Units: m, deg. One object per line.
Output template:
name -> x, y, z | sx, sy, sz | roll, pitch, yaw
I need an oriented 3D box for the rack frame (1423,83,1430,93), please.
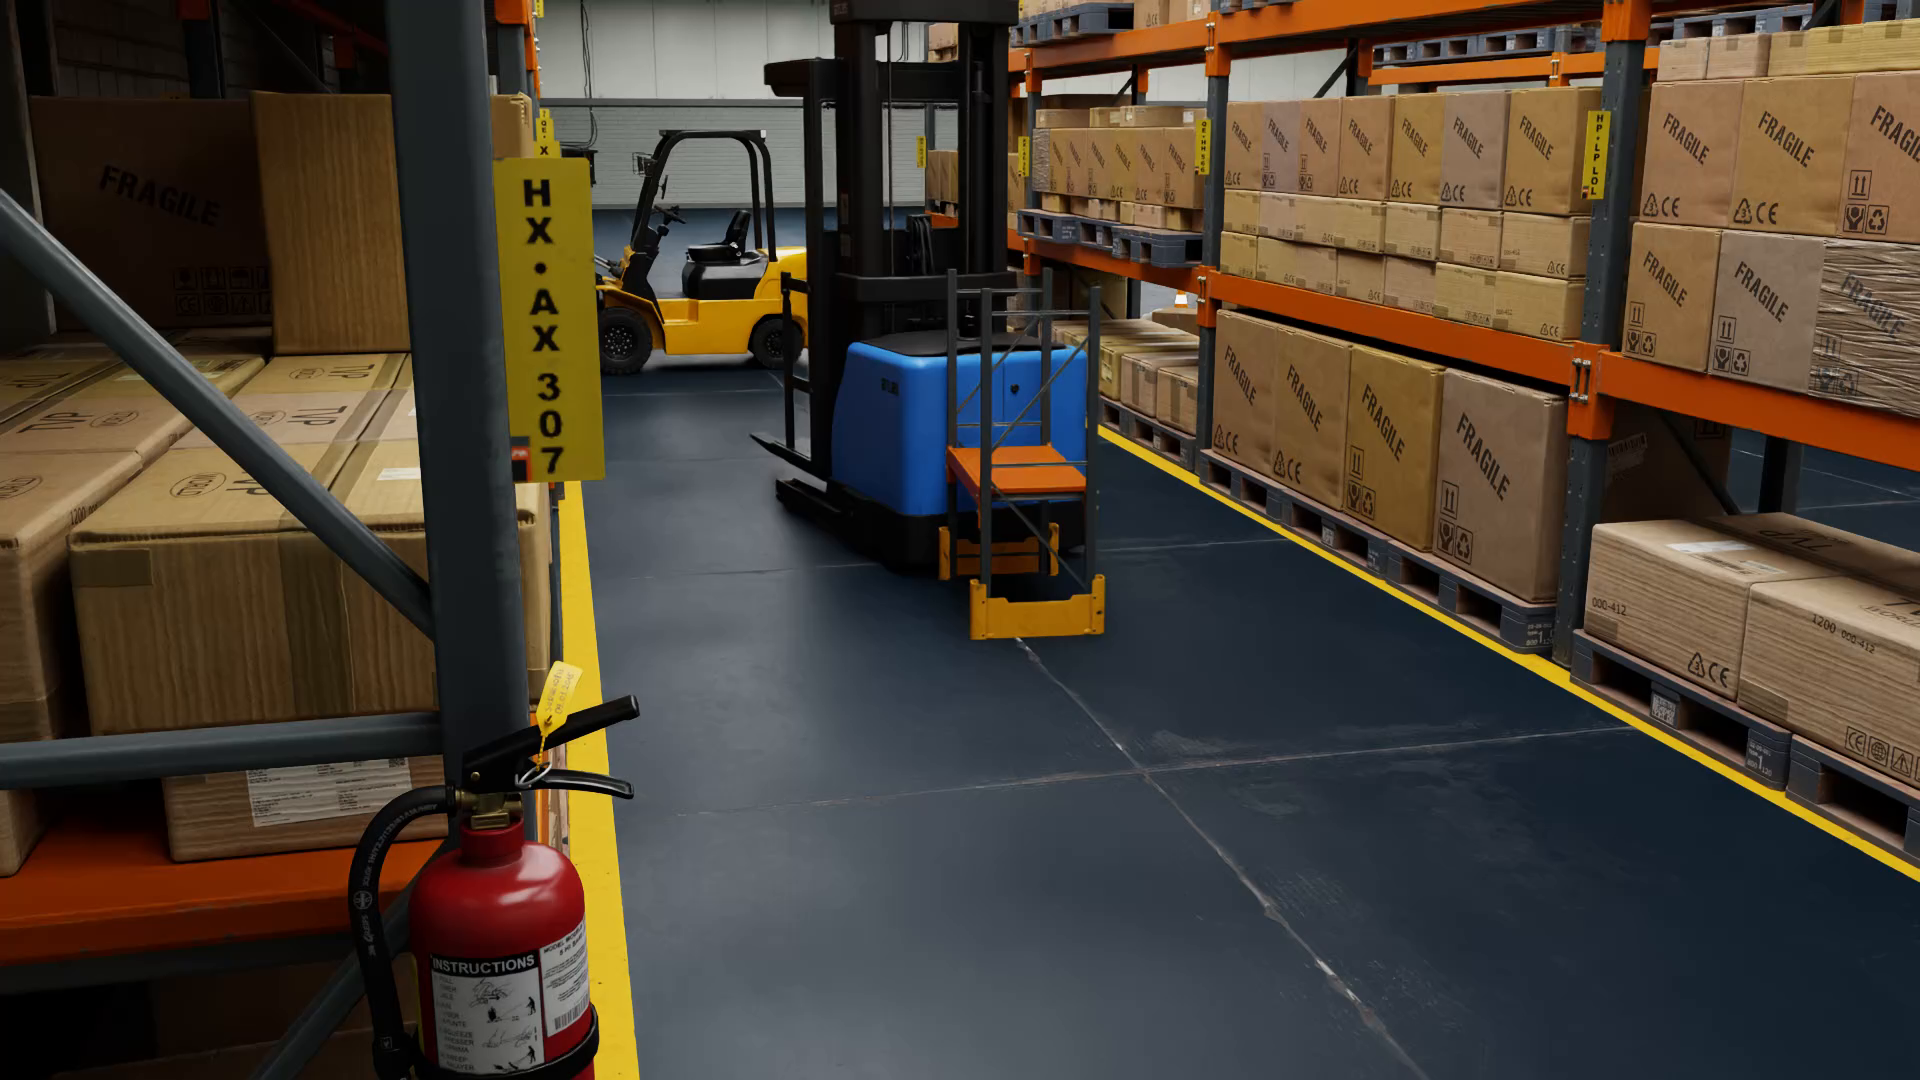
rack frame -> 4.910, -4.035, 19.124 | 1.000, 3.000, 0.127 | -3, 14, -13

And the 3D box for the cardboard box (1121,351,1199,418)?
cardboard box -> 1.697, -1.119, 11.838 | 0.950, 0.372, 0.625 | -4, 14, -14

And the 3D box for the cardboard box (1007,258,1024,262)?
cardboard box -> 0.420, -2.402, 15.769 | 0.500, 0.500, 0.500 | -3, 14, -10

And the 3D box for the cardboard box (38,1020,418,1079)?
cardboard box -> -0.995, 1.095, 2.501 | 0.797, 0.503, 0.637 | -4, 14, -15

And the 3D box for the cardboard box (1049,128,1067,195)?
cardboard box -> 1.011, -2.971, 13.044 | 0.500, 0.500, 0.500 | -3, 14, -13

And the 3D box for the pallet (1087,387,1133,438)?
pallet -> 1.536, -0.997, 12.564 | 1.003, 0.211, 1.213 | -3, 14, -13

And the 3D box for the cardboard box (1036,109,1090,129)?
cardboard box -> 0.829, -3.397, 13.423 | 0.380, 0.149, 0.250 | -3, 14, -13

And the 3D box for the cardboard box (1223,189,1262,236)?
cardboard box -> 1.880, -1.930, 9.769 | 0.500, 0.250, 0.500 | -3, 14, -14

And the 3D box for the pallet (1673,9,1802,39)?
pallet -> 6.321, -3.959, 12.888 | 1.003, 0.211, 1.213 | -3, 14, -11

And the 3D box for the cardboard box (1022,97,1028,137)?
cardboard box -> 0.979, -3.842, 15.389 | 0.700, 0.500, 0.500 | -4, 14, -14

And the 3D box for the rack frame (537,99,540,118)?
rack frame -> -4.702, -3.459, 16.763 | 1.000, 3.000, 0.127 | -3, 14, -13

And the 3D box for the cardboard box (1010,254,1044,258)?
cardboard box -> 0.802, -2.561, 16.420 | 0.500, 0.500, 0.500 | -4, 14, -15

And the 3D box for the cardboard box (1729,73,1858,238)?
cardboard box -> 2.930, -1.262, 5.454 | 0.500, 0.500, 0.500 | -3, 14, -14

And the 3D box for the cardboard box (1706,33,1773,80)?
cardboard box -> 2.838, -1.672, 5.765 | 0.380, 0.149, 0.250 | -3, 14, -12

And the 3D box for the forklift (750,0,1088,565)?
forklift -> -0.421, -1.607, 9.329 | 1.130, 2.935, 3.031 | -6, 15, -24

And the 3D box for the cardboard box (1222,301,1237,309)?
cardboard box -> 2.996, -2.259, 17.115 | 0.637, 0.503, 0.797 | 10, 17, 35

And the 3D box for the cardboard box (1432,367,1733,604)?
cardboard box -> 2.717, -0.278, 7.338 | 0.875, 0.875, 0.875 | -3, 14, -11

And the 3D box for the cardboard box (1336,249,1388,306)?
cardboard box -> 2.246, -1.338, 8.401 | 0.500, 0.250, 0.500 | -3, 14, -13

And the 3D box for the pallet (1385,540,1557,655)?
pallet -> 2.686, 0.213, 7.610 | 1.003, 0.211, 1.213 | -3, 14, -13

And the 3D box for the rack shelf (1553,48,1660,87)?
rack shelf -> 6.319, -3.759, 13.188 | 1.077, 0.370, 4.000 | -3, 14, -13

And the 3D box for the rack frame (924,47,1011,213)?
rack frame -> 0.122, -3.736, 17.899 | 1.000, 3.000, 0.127 | -3, 14, -13

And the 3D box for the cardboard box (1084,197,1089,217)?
cardboard box -> 1.152, -2.512, 12.534 | 0.380, 0.149, 0.250 | -3, 14, -13

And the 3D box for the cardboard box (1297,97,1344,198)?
cardboard box -> 2.112, -2.063, 8.735 | 0.500, 0.500, 0.500 | -3, 14, -12

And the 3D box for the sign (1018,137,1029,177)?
sign -> 0.536, -3.202, 13.888 | 0.100, 0.325, 0.005 | -3, 14, -13

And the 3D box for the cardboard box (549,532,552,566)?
cardboard box -> -1.009, -0.037, 3.286 | 0.380, 0.149, 0.250 | -4, 14, -15

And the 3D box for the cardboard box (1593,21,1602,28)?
cardboard box -> 6.095, -4.803, 15.380 | 0.380, 0.149, 0.250 | -4, 14, -14

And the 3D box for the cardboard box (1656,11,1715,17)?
cardboard box -> 5.926, -4.362, 13.576 | 0.380, 0.149, 0.250 | -3, 14, -13

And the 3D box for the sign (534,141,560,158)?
sign -> -1.358, -1.143, 5.460 | 0.100, 0.325, 0.005 | -3, 14, -13

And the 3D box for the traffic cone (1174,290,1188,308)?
traffic cone -> 2.476, -2.617, 18.663 | 0.336, 0.463, 0.334 | -3, 14, -13

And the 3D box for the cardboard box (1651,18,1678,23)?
cardboard box -> 6.171, -4.595, 14.317 | 0.500, 0.250, 0.500 | -3, 14, -13

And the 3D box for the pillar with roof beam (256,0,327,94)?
pillar with roof beam -> 0.180, -5.018, 10.505 | 9.100, 9.000, 0.400 | -3, 14, -13

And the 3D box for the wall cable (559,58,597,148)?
wall cable -> -11.866, -12.328, 46.968 | 3.097, 2.526, 0.112 | -3, 14, -13

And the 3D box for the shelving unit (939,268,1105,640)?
shelving unit -> 0.264, -0.433, 7.538 | 0.587, 1.500, 1.083 | -2, 14, -8

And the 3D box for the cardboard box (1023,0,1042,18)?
cardboard box -> 0.809, -4.244, 13.091 | 0.500, 0.250, 0.500 | -4, 14, -15

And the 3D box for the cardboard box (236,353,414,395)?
cardboard box -> -1.029, -0.192, 3.081 | 0.500, 0.250, 0.500 | -4, 14, -14

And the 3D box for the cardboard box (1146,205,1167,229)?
cardboard box -> 1.460, -2.148, 11.045 | 0.380, 0.149, 0.250 | -3, 14, -14

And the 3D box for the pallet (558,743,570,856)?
pallet -> -1.723, 0.823, 5.114 | 1.003, 0.211, 1.213 | -3, 14, -13

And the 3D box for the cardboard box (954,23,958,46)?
cardboard box -> 0.236, -4.899, 16.030 | 0.500, 0.250, 0.500 | -3, 14, -12

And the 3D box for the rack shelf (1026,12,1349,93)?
rack shelf -> 1.532, -3.460, 11.963 | 1.077, 0.370, 4.000 | -3, 14, -13

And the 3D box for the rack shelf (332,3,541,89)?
rack shelf -> -3.292, -3.182, 10.827 | 1.077, 0.370, 4.000 | -3, 14, -13

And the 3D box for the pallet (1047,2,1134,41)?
pallet -> 1.350, -3.792, 12.203 | 1.213, 0.211, 1.003 | -3, 14, -13

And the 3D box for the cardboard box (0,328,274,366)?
cardboard box -> -1.664, -0.285, 3.461 | 0.500, 0.250, 0.500 | -3, 14, -13

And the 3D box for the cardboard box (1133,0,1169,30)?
cardboard box -> 1.615, -3.748, 11.411 | 0.797, 0.503, 0.637 | -3, 14, -13

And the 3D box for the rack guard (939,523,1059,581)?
rack guard -> 0.192, 0.057, 8.165 | 0.587, 0.250, 0.087 | -2, 14, -8

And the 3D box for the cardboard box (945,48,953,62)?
cardboard box -> 0.062, -4.858, 16.700 | 0.380, 0.149, 0.250 | -3, 14, -12

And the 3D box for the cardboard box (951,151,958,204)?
cardboard box -> 0.210, -3.568, 16.372 | 0.500, 0.500, 0.500 | -4, 14, -14

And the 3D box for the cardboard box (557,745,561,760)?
cardboard box -> -1.467, 0.603, 5.262 | 0.380, 0.149, 0.250 | -4, 14, -15

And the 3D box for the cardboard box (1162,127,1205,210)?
cardboard box -> 1.624, -2.377, 10.614 | 0.500, 0.500, 0.500 | -4, 14, -15

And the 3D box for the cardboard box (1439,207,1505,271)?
cardboard box -> 2.476, -1.341, 7.358 | 0.500, 0.250, 0.500 | -3, 14, -12

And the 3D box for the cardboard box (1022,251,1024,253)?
cardboard box -> 0.832, -2.914, 16.494 | 0.380, 0.149, 0.250 | -3, 14, -11
